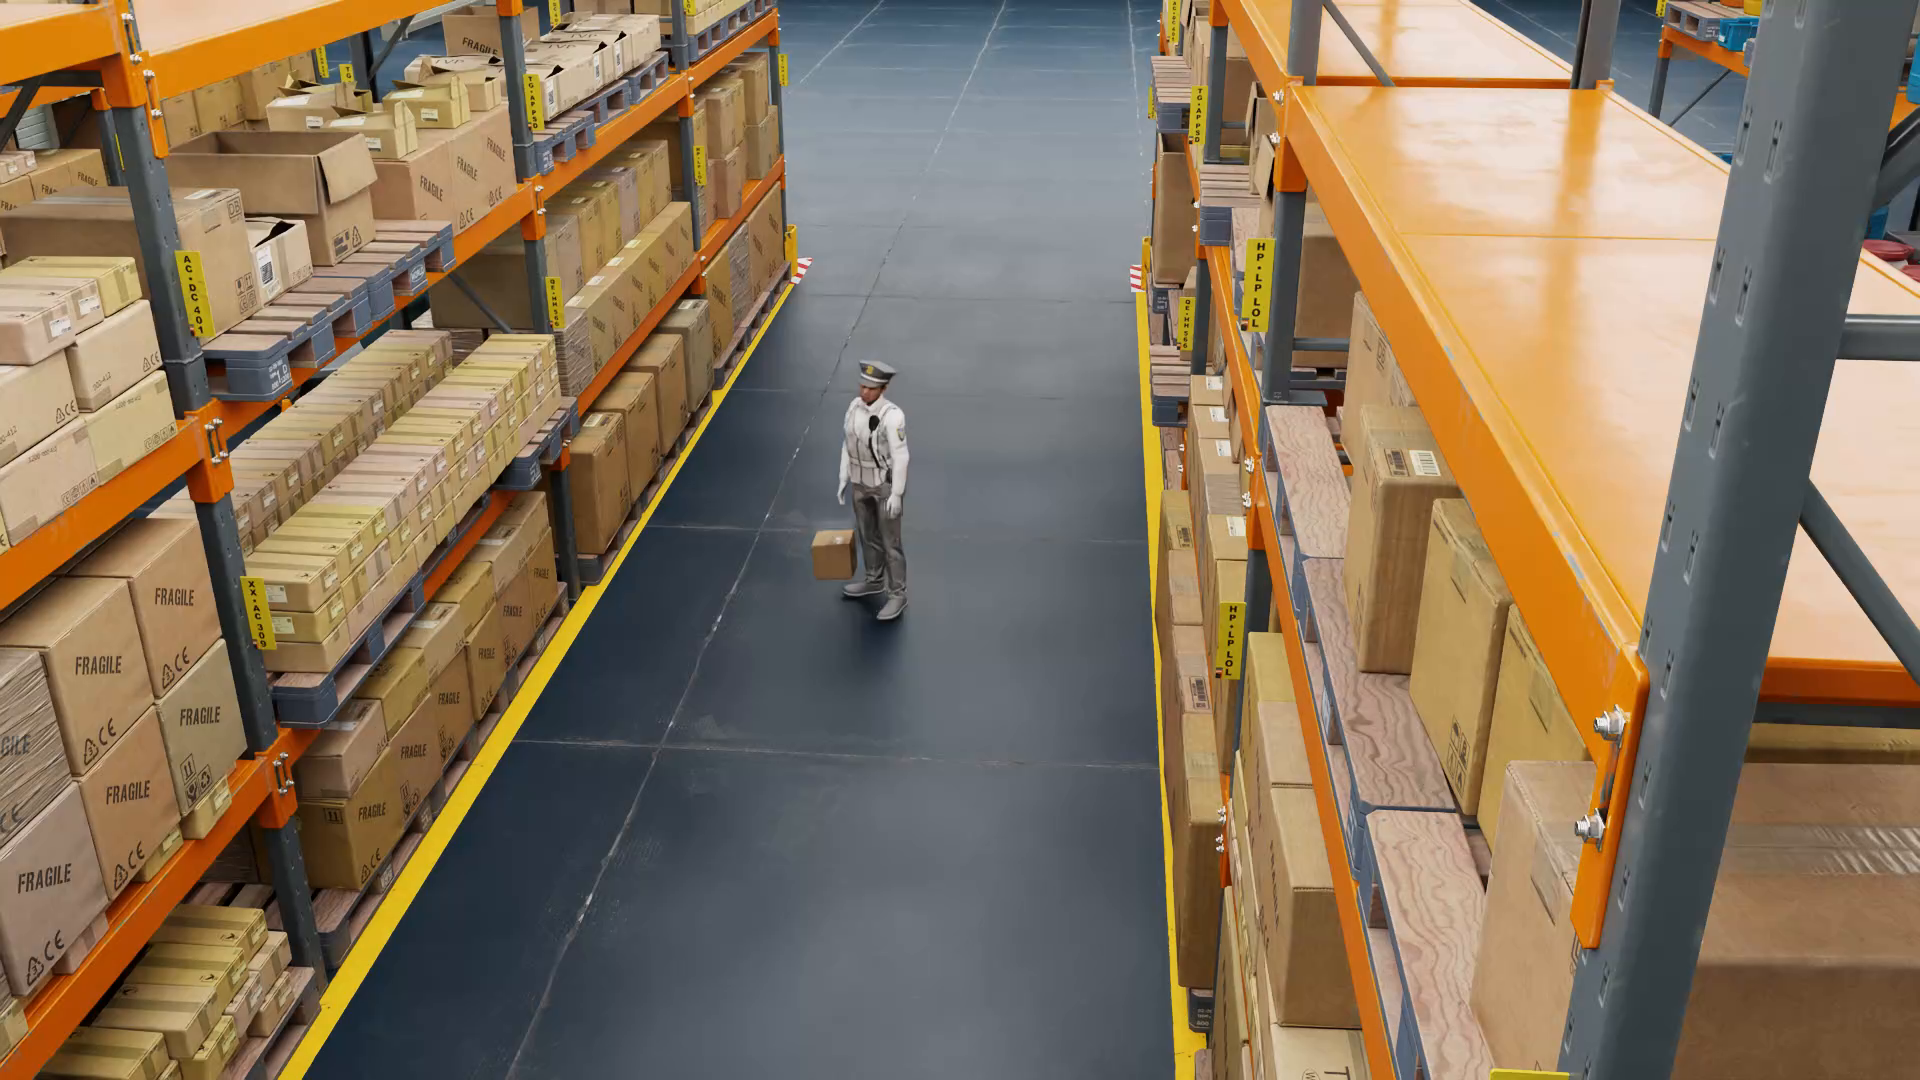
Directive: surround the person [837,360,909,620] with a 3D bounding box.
[{"bbox_3d":[-0.553,-0.342,10.655,0.583,1.690,0.355,21,32,38],"label":"person"}]
